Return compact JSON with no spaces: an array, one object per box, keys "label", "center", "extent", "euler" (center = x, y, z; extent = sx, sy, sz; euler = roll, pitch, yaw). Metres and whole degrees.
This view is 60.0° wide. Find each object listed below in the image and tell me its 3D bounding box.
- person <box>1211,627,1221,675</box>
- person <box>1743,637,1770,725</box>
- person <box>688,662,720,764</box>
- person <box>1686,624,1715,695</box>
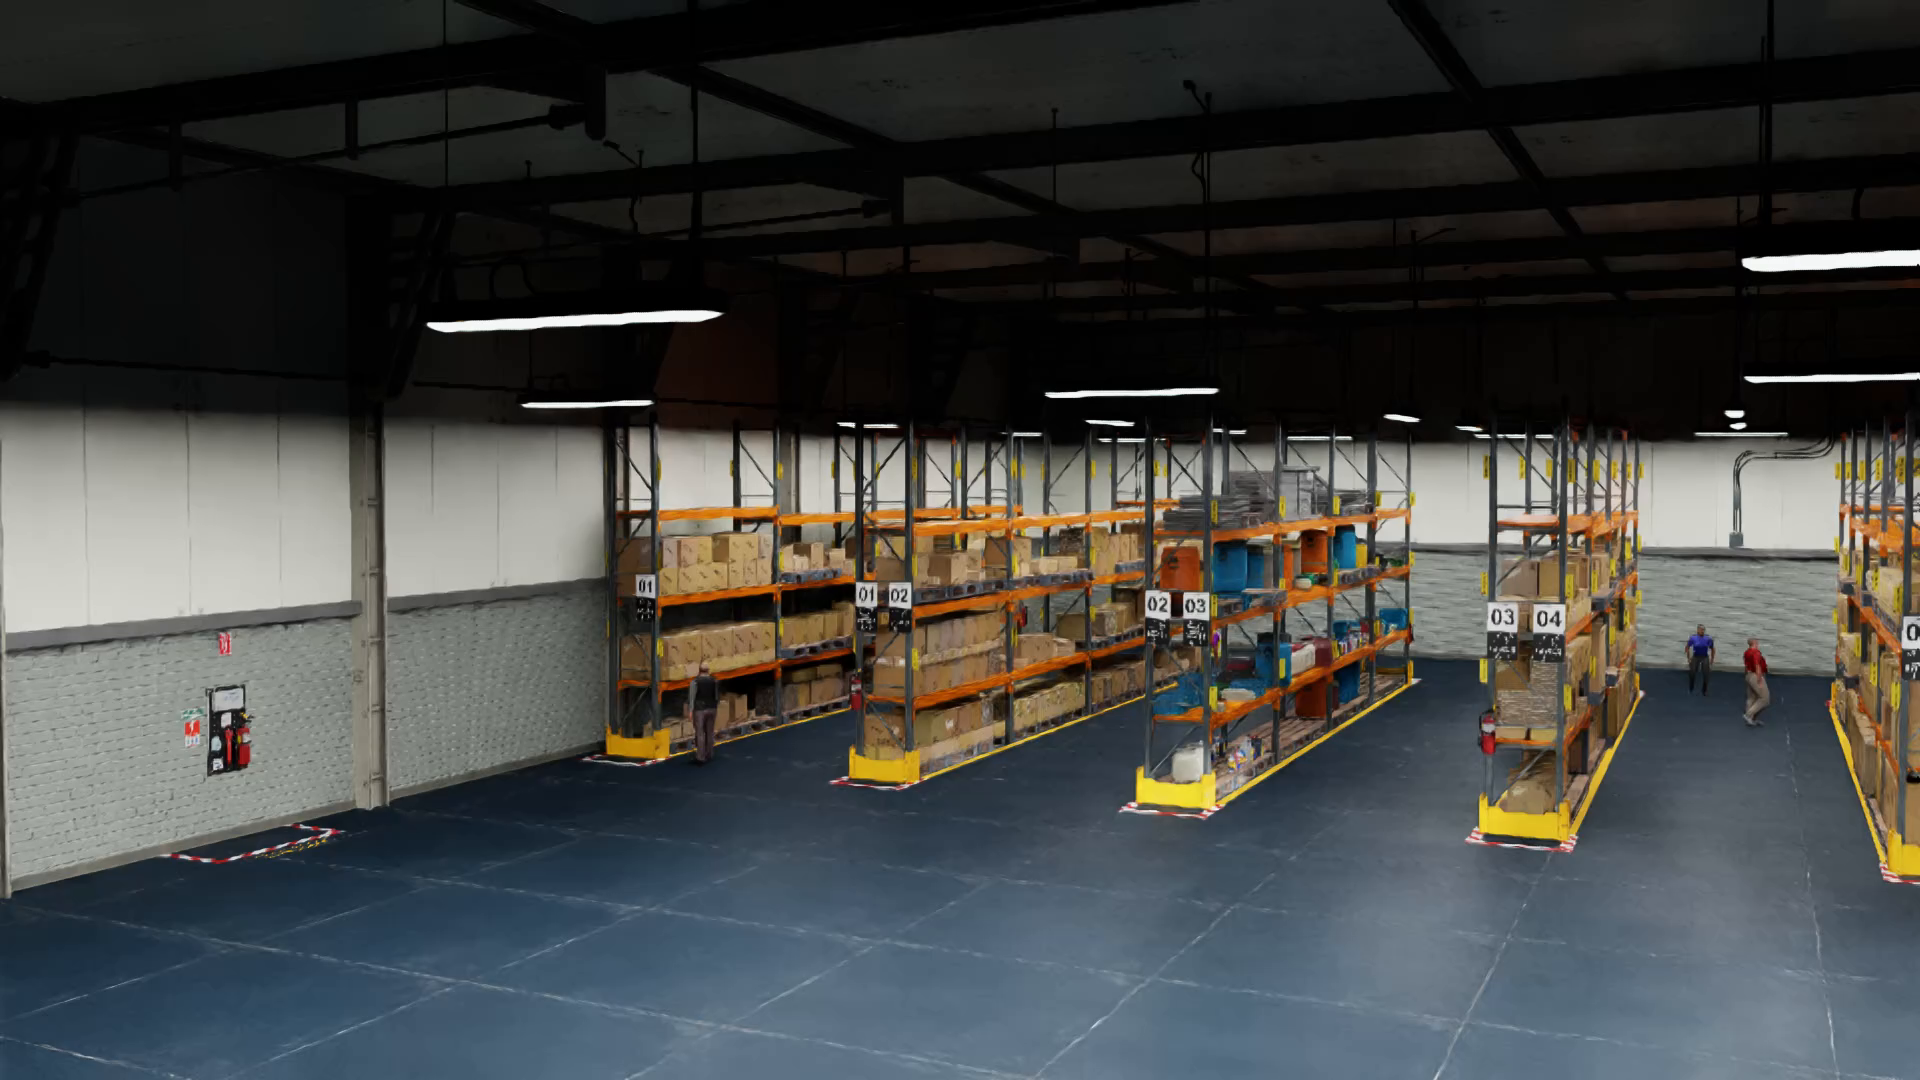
[{"label":"person","center":[5.640,2.559,36.602],"extent":[0.400,1.769,0.674],"euler":[0,2,5]},{"label":"person","center":[15.559,2.768,32.587],"extent":[0.462,1.723,0.585],"euler":[0,2,-2]},{"label":"person","center":[-4.409,2.938,28.472],"extent":[0.616,1.713,0.535],"euler":[-2,3,-38]},{"label":"person","center":[16.438,2.655,36.931],"extent":[0.592,1.604,0.518],"euler":[1,3,23]}]
